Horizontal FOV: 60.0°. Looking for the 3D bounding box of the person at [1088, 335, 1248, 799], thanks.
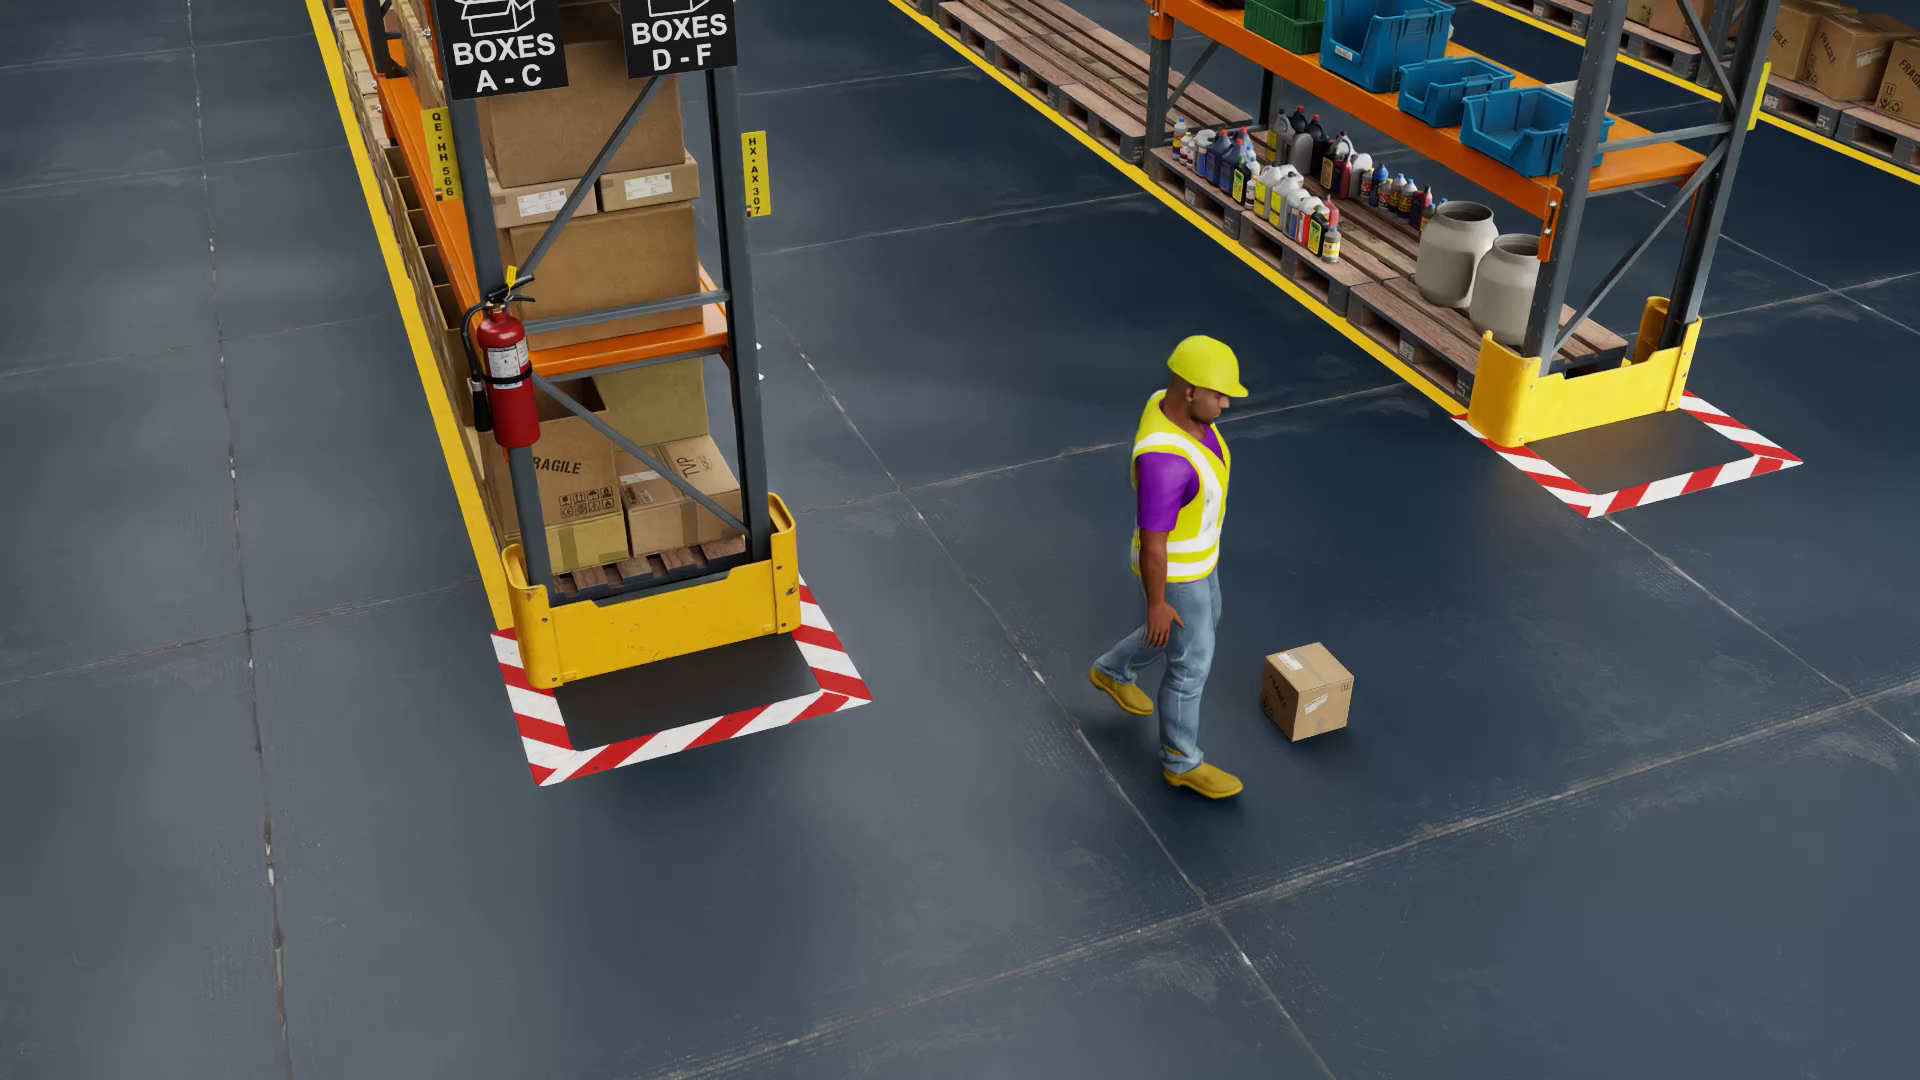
[{"bbox_3d":[0.786,0.072,5.993,0.638,1.756,0.655,6,34,9],"label":"person"}]
